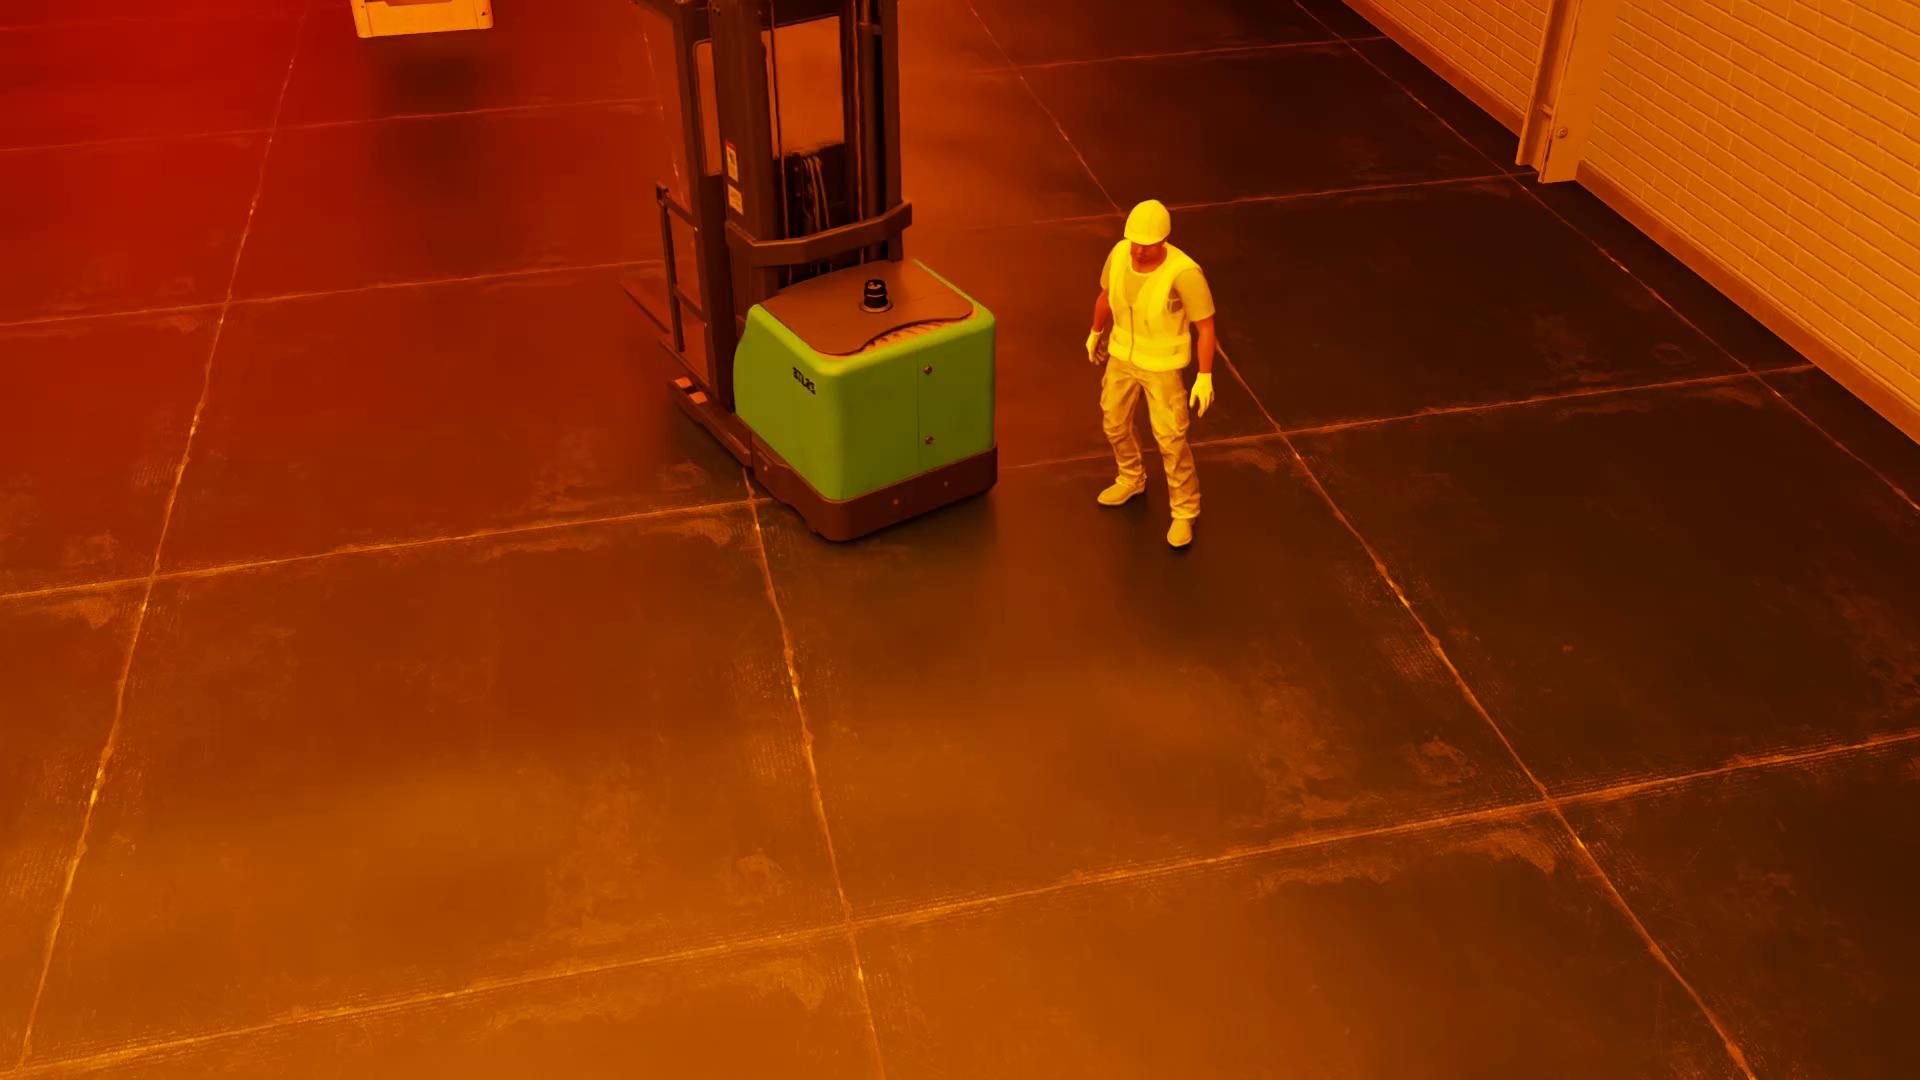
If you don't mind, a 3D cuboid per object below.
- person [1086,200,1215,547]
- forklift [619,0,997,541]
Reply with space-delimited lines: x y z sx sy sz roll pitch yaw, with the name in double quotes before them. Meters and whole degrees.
"person" 0.928 -0.885 8.290 0.828 1.752 0.422 27 44 32
"forklift" -1.032 -2.007 8.839 1.130 2.935 3.031 -21 41 -26
